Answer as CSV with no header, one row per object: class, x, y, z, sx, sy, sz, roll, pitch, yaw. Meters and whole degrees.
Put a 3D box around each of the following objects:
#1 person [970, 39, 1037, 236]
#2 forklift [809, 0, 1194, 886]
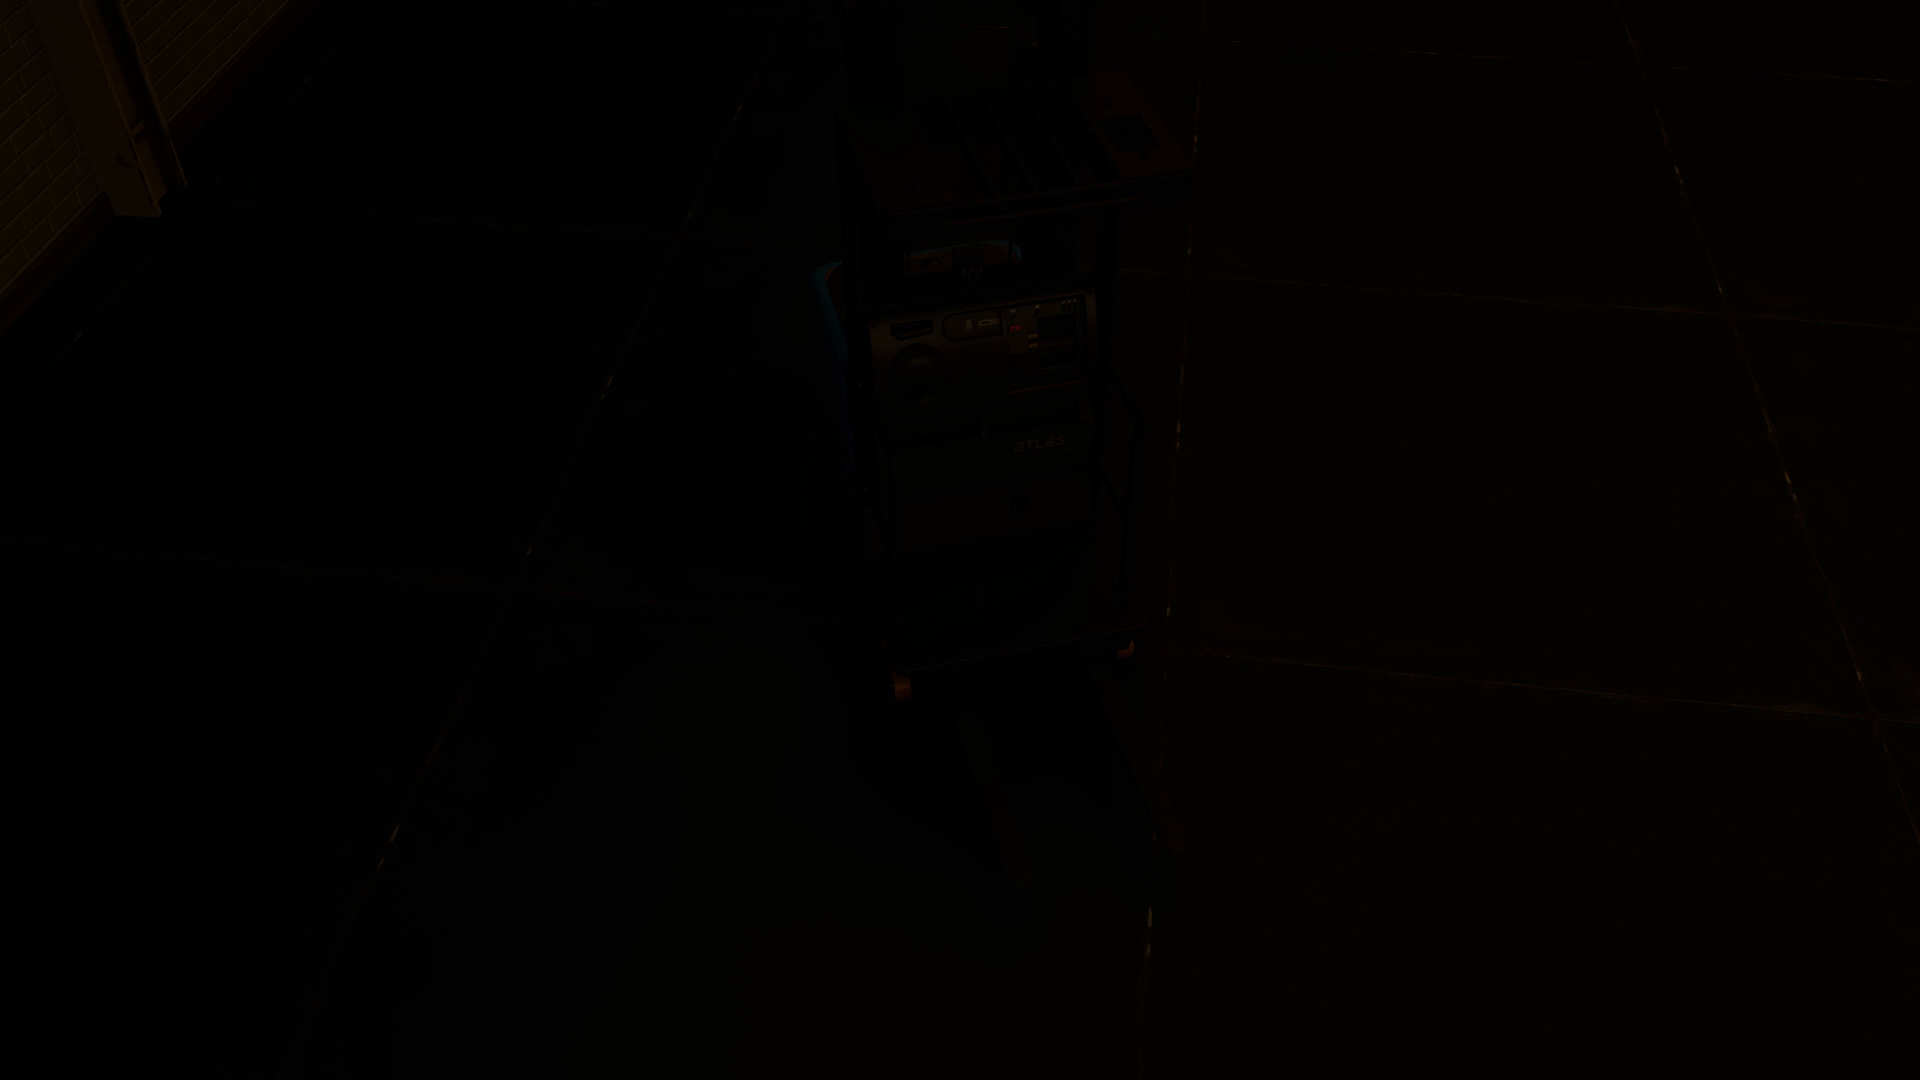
person,0.387,-1.917,8.829,0.503,1.577,0.783,12,44,13
forklift,0.153,-0.681,6.465,1.130,2.935,3.031,-10,44,-11
